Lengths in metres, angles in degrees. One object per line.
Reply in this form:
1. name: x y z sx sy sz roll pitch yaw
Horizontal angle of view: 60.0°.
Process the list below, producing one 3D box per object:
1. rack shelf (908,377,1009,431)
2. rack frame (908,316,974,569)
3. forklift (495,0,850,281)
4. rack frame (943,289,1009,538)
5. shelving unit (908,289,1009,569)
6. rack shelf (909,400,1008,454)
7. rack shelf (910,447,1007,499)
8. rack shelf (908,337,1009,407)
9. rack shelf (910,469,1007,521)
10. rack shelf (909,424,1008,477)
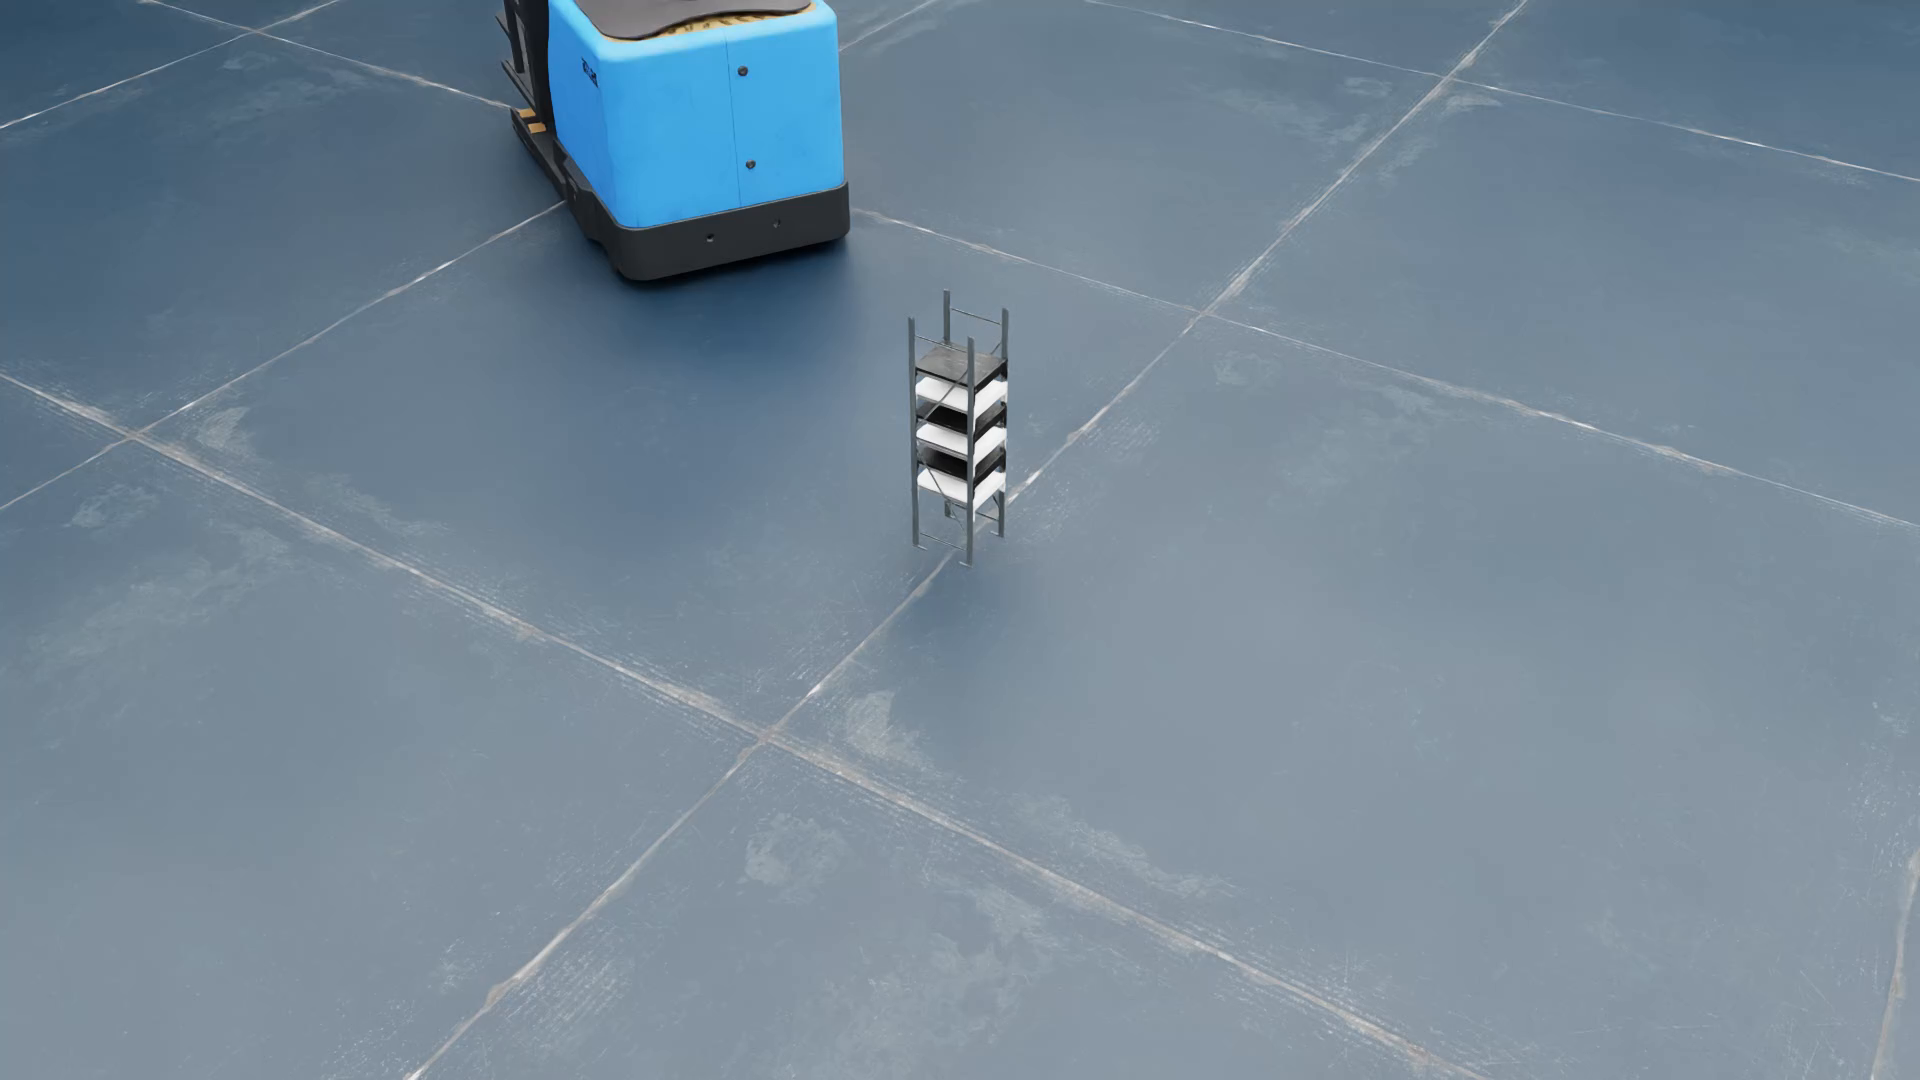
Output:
1. rack shelf: -0.004 -0.468 5.380 0.258 0.077 0.200 21 42 25
2. rack frame: -0.059 -0.300 5.402 0.240 0.900 0.006 21 42 25
3. forklift: -1.590 -3.154 7.440 1.130 2.935 3.031 -17 41 -20
4. rack frame: 0.050 -0.405 5.538 0.240 0.900 0.006 21 42 25
5. shelving unit: -0.004 -0.352 5.470 0.258 0.900 0.210 21 42 25
6. rack shelf: -0.004 -0.397 5.435 0.258 0.077 0.200 21 42 25
7. rack shelf: -0.004 -0.255 5.545 0.258 0.077 0.200 21 42 25
8. rack shelf: -0.004 -0.540 5.325 0.258 0.077 0.200 21 42 25
9. rack shelf: -0.004 -0.183 5.600 0.258 0.077 0.200 21 42 25
10. rack shelf: -0.004 -0.326 5.490 0.258 0.077 0.200 21 42 25
